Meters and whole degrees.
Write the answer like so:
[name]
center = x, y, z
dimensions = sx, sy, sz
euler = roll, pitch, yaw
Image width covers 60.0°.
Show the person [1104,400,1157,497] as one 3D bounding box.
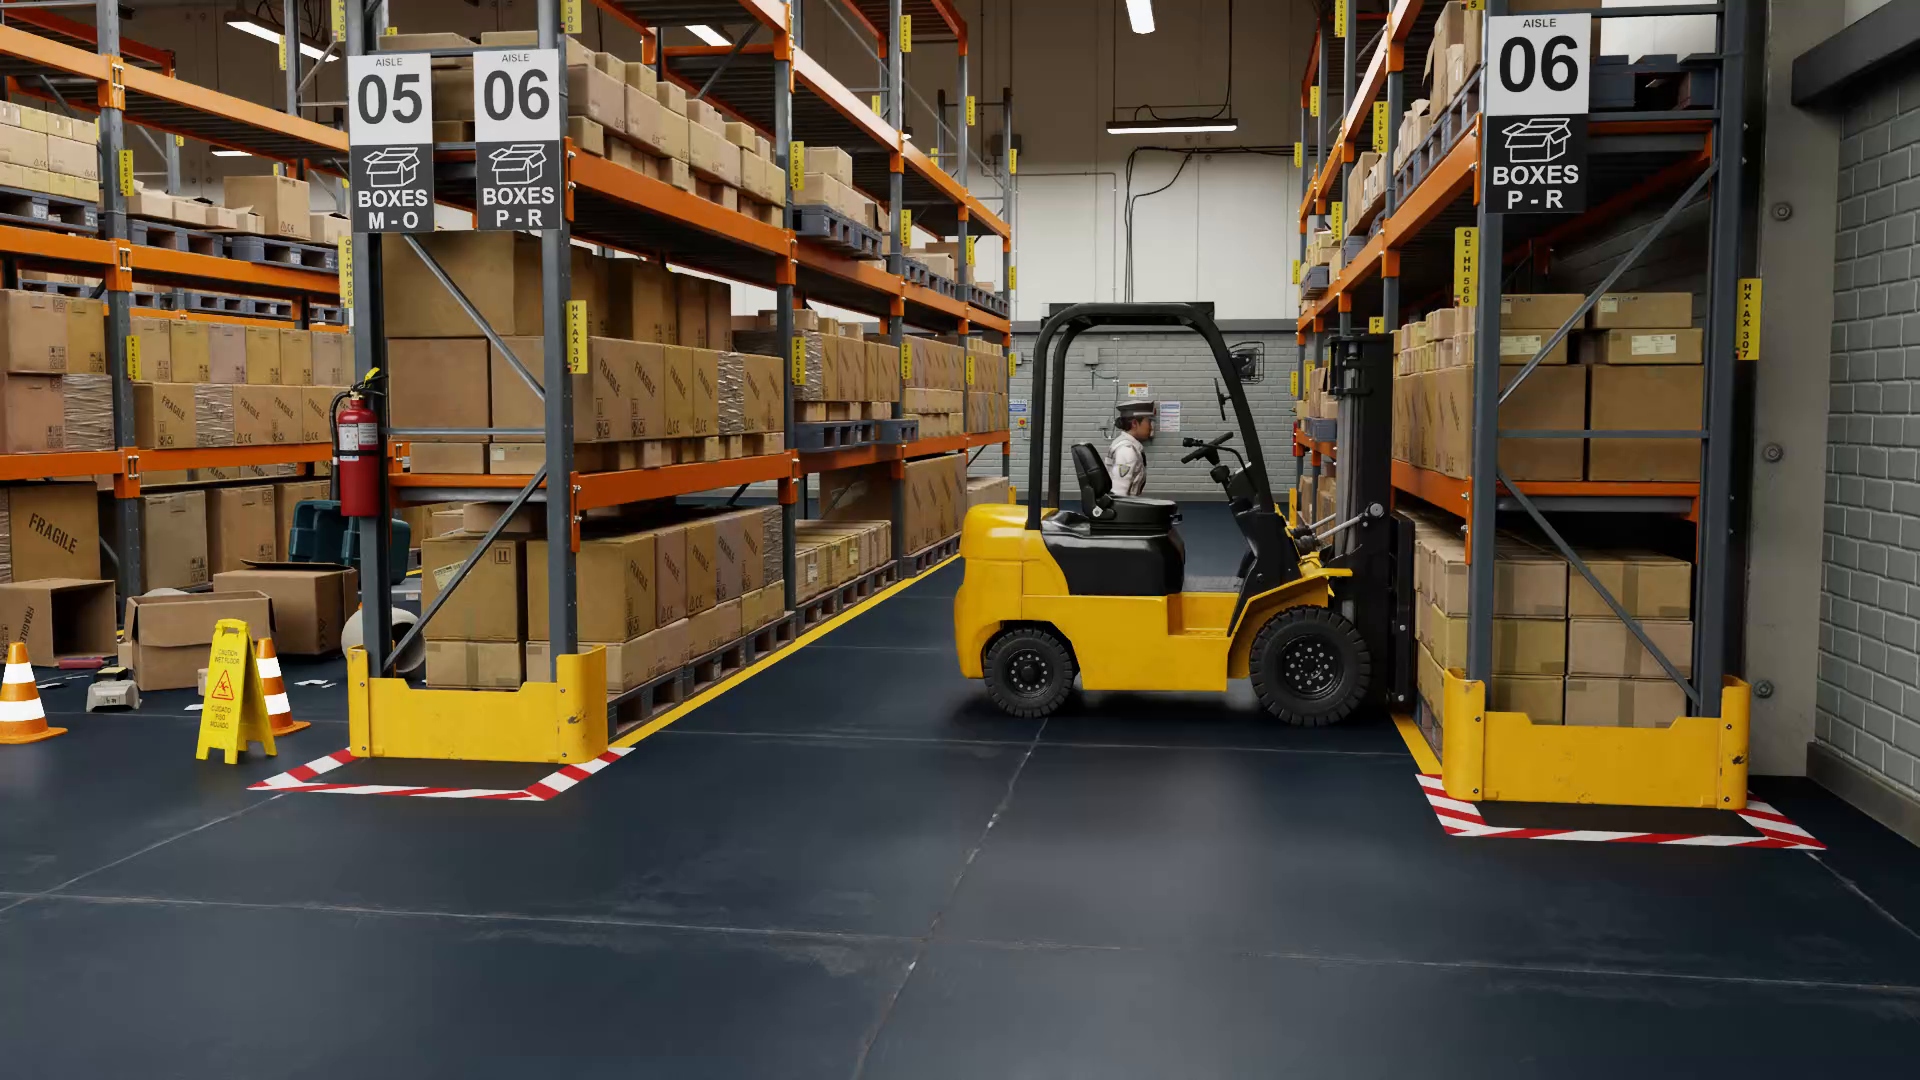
[person]
center = 1.069, -0.063, 10.671
dimensions = 0.374, 1.662, 0.528
euler = 1, 5, 9
